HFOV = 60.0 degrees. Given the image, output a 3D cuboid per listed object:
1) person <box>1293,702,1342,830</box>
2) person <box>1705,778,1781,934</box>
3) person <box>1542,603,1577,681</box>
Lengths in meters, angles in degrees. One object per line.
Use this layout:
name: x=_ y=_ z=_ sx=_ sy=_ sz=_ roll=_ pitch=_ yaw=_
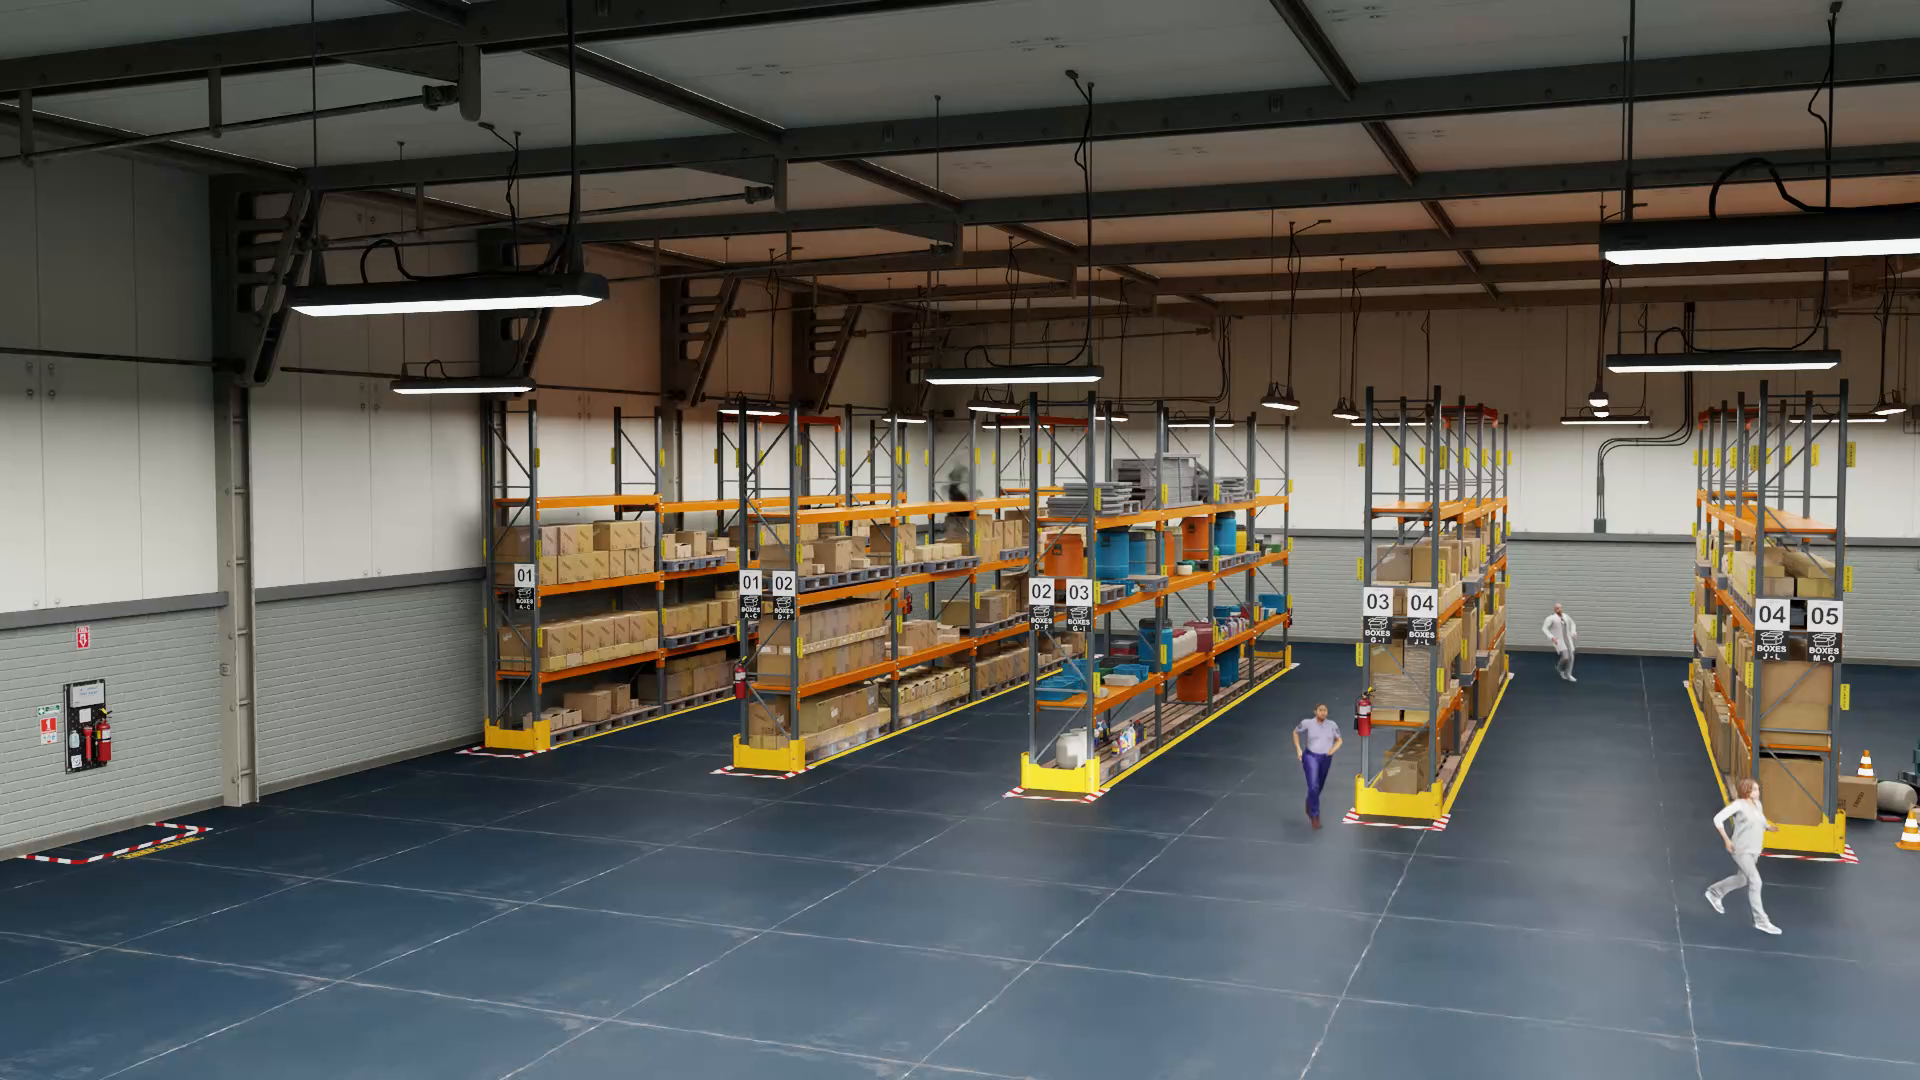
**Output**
person: x=4.924 y=3.031 z=22.787 sx=0.618 sy=1.633 sz=0.874 roll=0 pitch=3 yaw=-9
person: x=8.315 y=3.306 z=17.665 sx=0.534 sy=1.587 sz=0.885 roll=-2 pitch=3 yaw=-32
person: x=13.558 y=2.306 z=37.448 sx=0.792 sy=1.751 sz=0.535 roll=-1 pitch=3 yaw=-11
